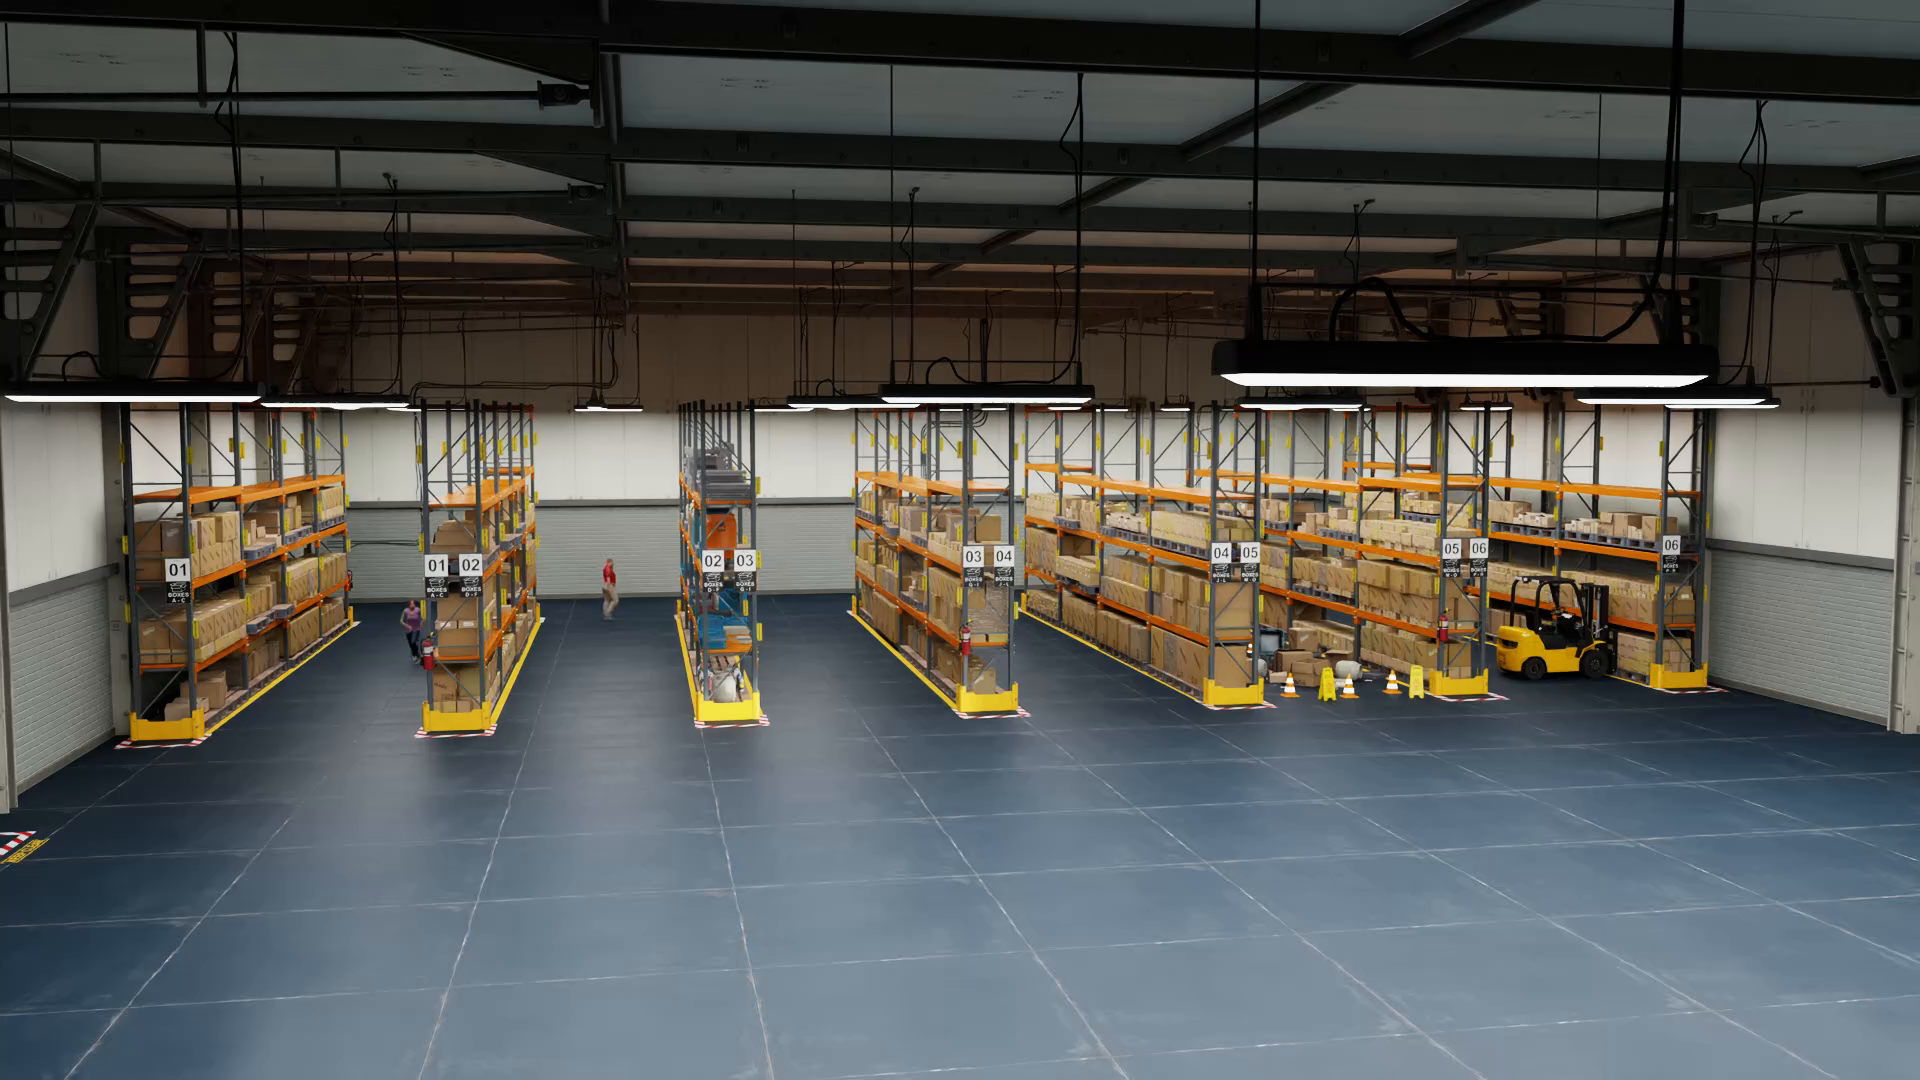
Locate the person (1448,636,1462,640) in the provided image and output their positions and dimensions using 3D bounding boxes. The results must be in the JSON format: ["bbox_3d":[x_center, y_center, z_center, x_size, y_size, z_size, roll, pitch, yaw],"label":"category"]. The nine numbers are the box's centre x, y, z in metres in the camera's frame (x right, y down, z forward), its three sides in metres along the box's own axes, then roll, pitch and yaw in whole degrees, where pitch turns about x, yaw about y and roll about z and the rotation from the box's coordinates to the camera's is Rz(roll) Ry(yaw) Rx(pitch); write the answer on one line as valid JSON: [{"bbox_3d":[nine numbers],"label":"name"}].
[{"bbox_3d":[11.282,2.025,37.989,0.500,1.676,0.466,1,4,7],"label":"person"}]

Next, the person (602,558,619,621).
[{"bbox_3d":[-9.776,1.372,46.397,0.406,1.751,0.576,-2,5,-26],"label":"person"}]

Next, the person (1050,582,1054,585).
[{"bbox_3d":[3.073,0.915,52.403,0.493,1.661,0.575,3,5,34],"label":"person"}]

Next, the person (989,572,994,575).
[{"bbox_3d":[1.004,1.413,45.935,0.579,1.663,1.074,-1,4,-9],"label":"person"}]

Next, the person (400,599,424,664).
[{"bbox_3d":[-12.500,2.088,38.018,0.480,1.499,0.781,0,4,-2],"label":"person"}]
